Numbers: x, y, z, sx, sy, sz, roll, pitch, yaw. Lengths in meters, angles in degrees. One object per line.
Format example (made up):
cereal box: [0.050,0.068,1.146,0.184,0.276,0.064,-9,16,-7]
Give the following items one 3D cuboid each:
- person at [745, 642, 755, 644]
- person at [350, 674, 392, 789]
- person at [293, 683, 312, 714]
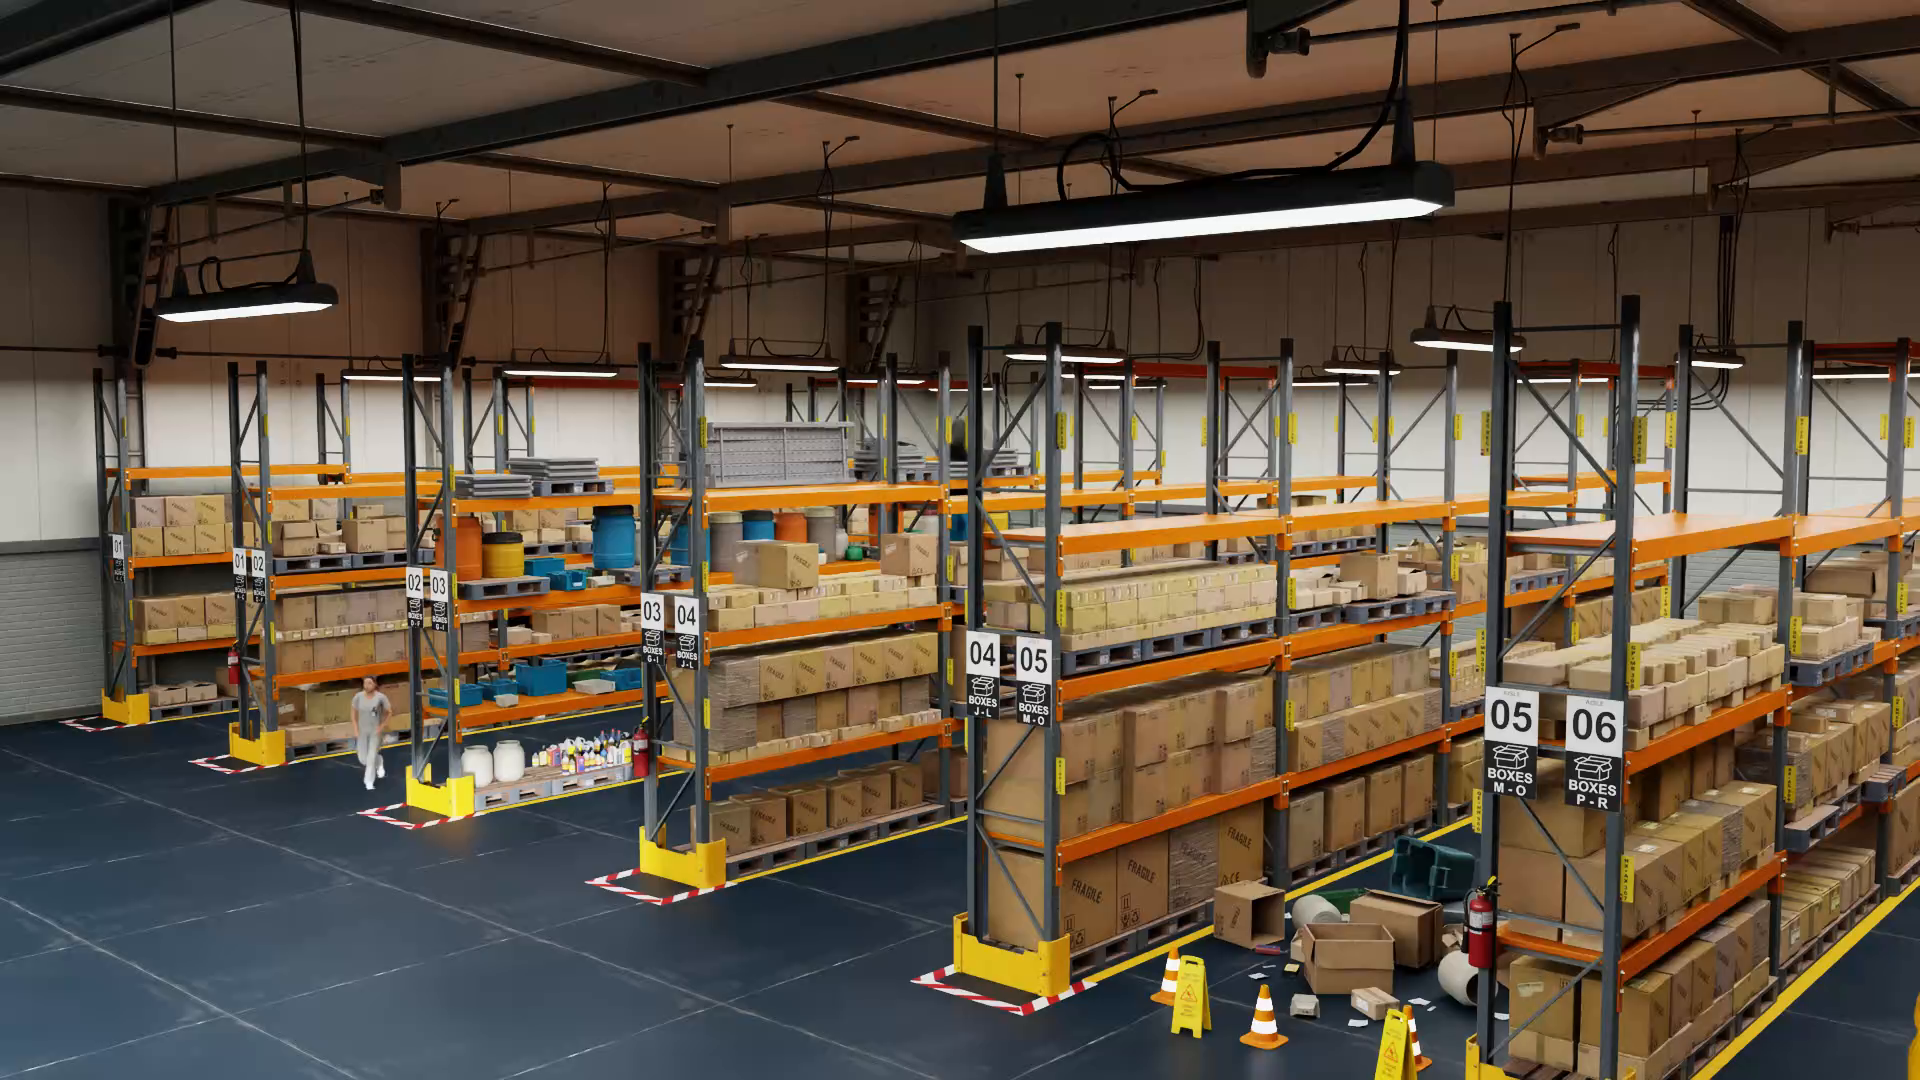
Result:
person: [-3.761,2.257,28.687,0.572,1.608,0.910,2,5,27]
person: [-8.215,2.660,23.265,0.561,1.610,0.557,0,4,0]
person: [-11.060,2.232,28.095,0.662,1.743,0.864,1,4,12]
